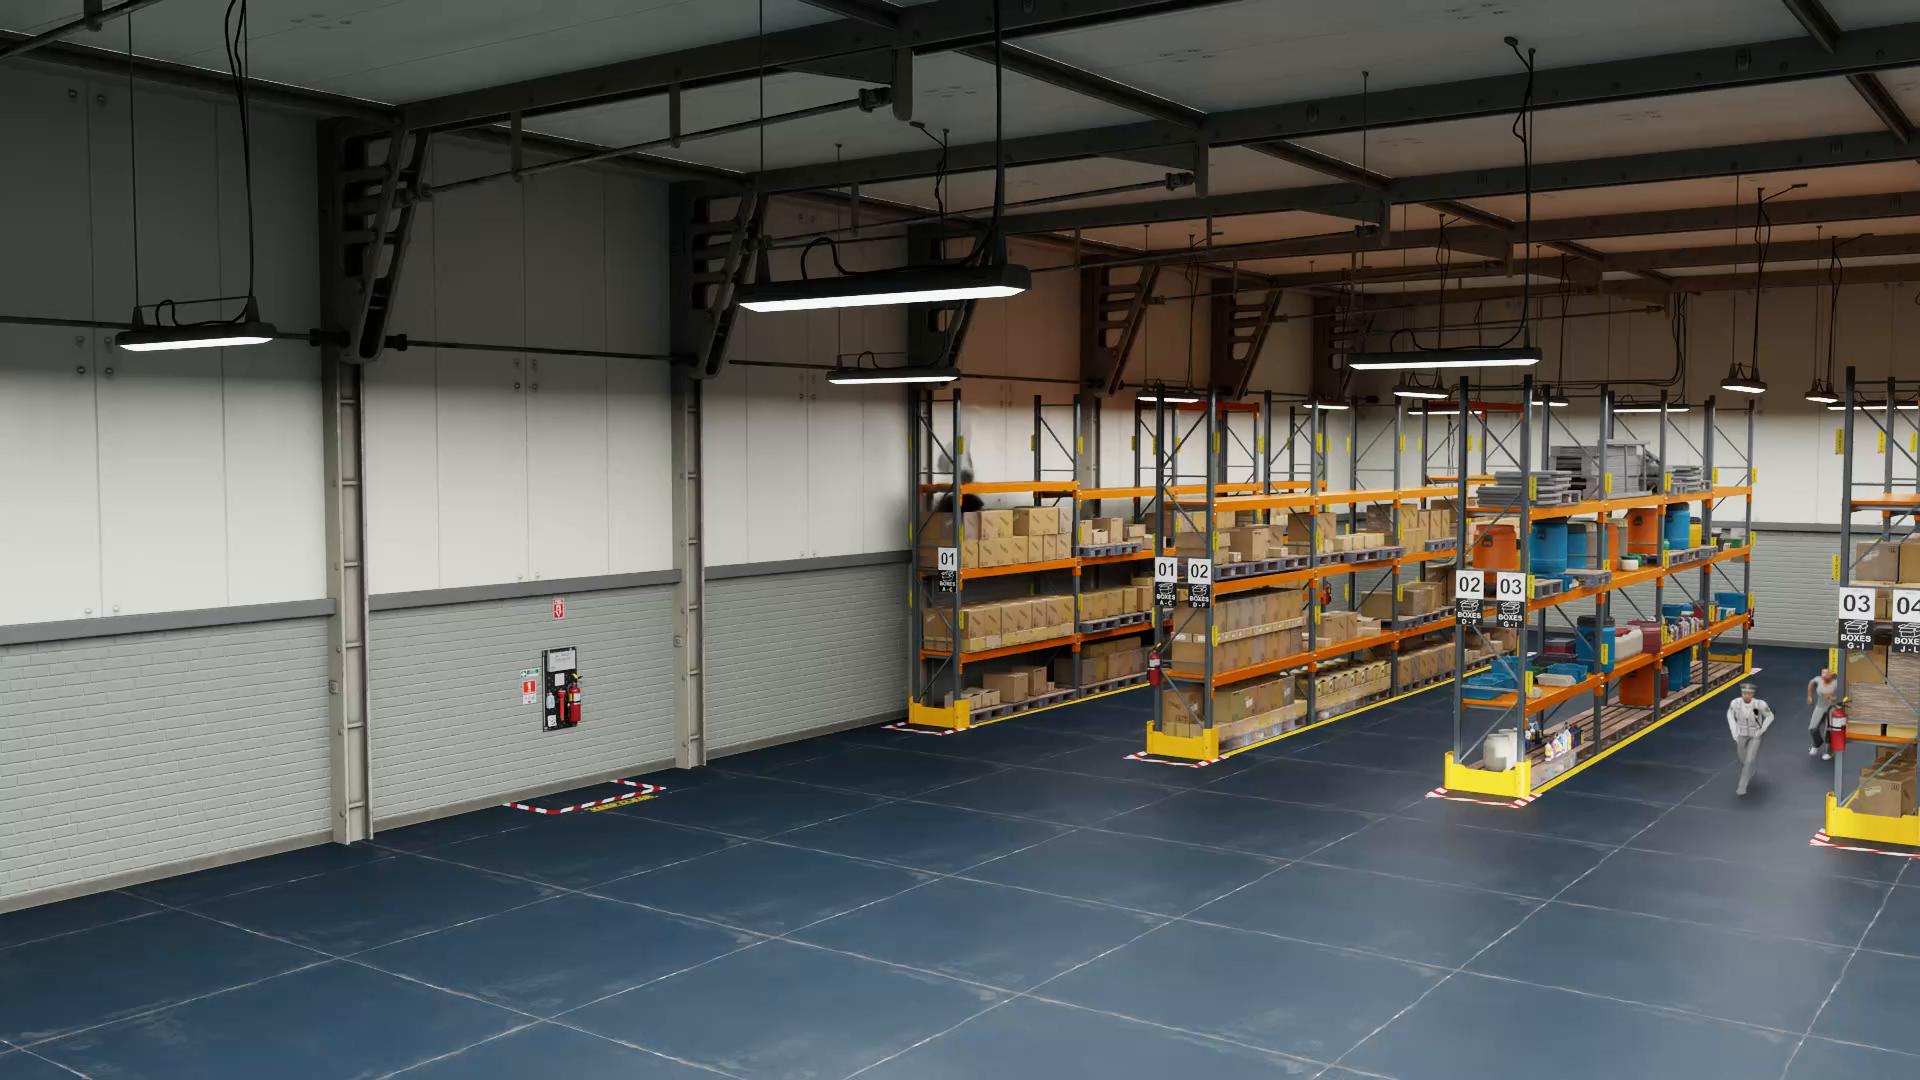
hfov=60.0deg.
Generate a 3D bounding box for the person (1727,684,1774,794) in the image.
[{"bbox_3d":[11.445,2.852,24.080,0.620,1.631,0.852,2,4,31],"label":"person"}]

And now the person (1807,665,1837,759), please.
[{"bbox_3d":[13.780,2.744,26.480,0.644,1.566,0.728,3,4,41],"label":"person"}]
